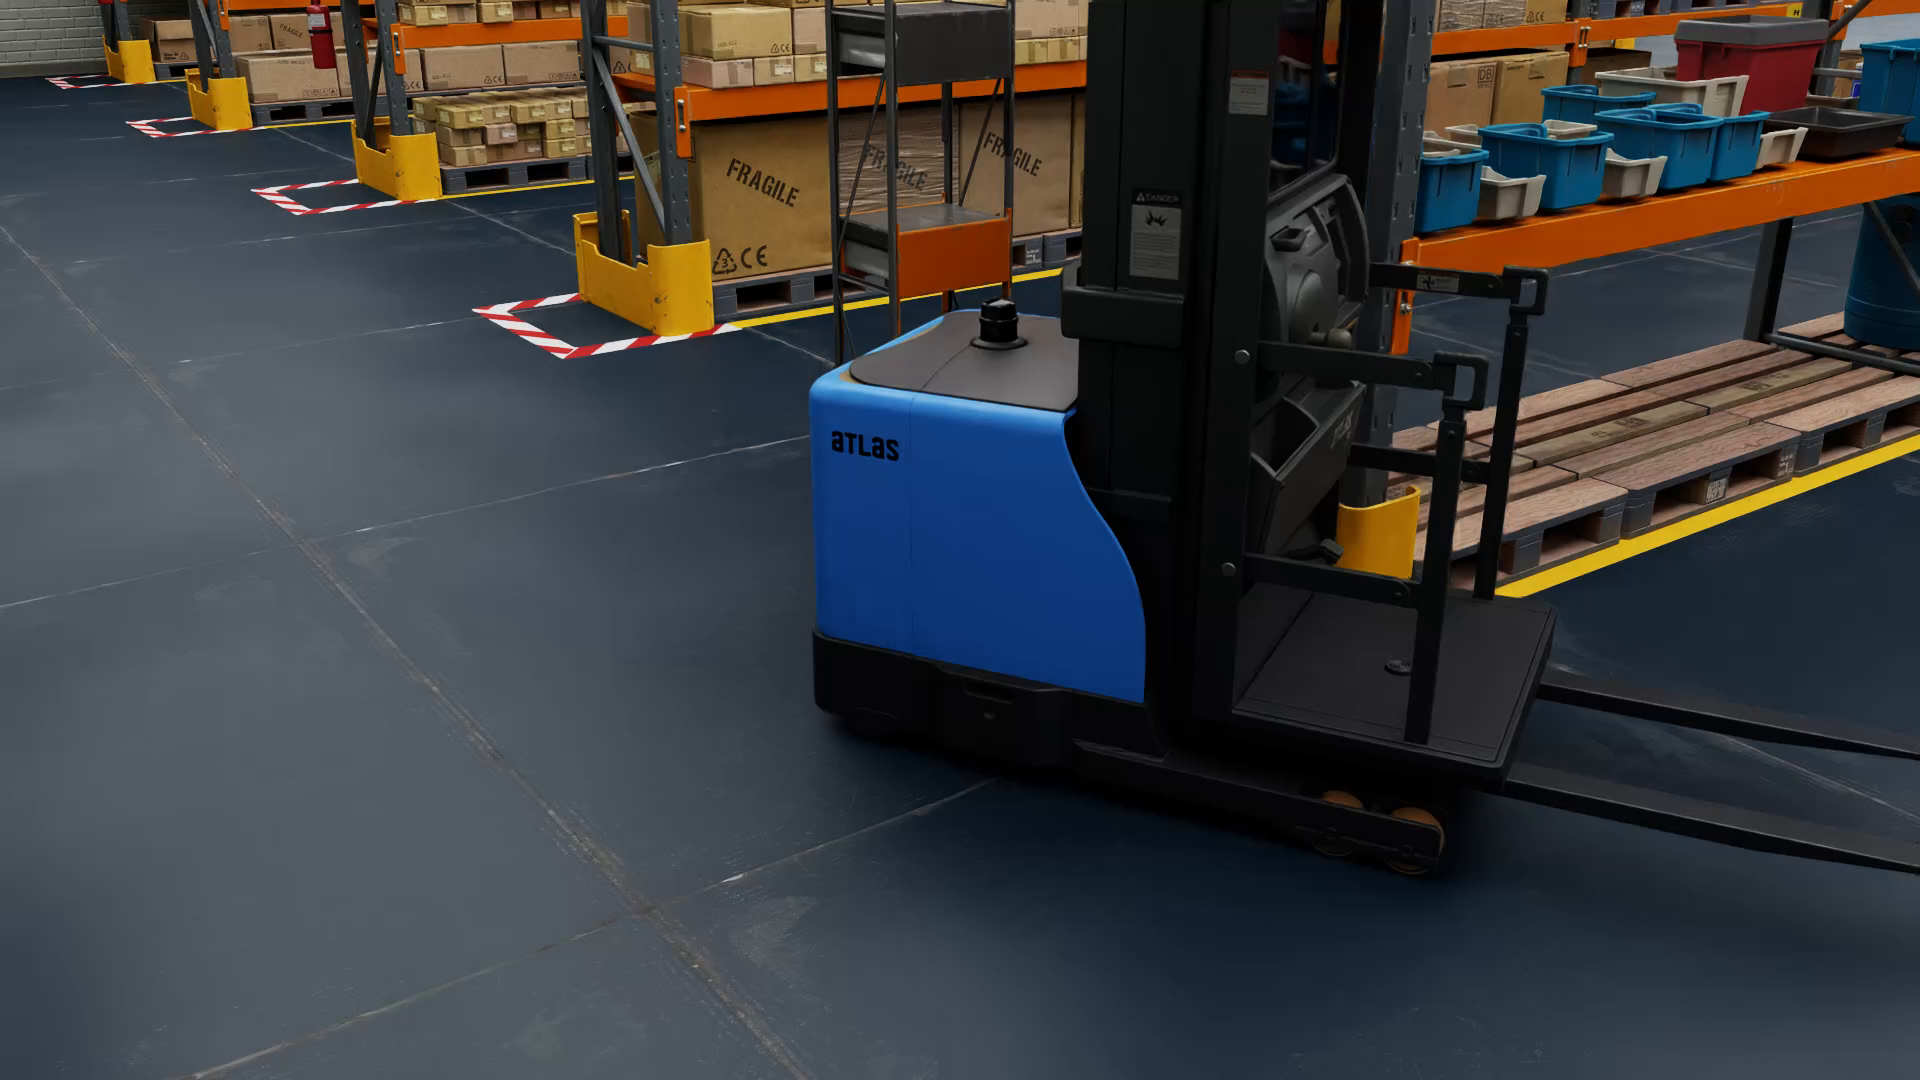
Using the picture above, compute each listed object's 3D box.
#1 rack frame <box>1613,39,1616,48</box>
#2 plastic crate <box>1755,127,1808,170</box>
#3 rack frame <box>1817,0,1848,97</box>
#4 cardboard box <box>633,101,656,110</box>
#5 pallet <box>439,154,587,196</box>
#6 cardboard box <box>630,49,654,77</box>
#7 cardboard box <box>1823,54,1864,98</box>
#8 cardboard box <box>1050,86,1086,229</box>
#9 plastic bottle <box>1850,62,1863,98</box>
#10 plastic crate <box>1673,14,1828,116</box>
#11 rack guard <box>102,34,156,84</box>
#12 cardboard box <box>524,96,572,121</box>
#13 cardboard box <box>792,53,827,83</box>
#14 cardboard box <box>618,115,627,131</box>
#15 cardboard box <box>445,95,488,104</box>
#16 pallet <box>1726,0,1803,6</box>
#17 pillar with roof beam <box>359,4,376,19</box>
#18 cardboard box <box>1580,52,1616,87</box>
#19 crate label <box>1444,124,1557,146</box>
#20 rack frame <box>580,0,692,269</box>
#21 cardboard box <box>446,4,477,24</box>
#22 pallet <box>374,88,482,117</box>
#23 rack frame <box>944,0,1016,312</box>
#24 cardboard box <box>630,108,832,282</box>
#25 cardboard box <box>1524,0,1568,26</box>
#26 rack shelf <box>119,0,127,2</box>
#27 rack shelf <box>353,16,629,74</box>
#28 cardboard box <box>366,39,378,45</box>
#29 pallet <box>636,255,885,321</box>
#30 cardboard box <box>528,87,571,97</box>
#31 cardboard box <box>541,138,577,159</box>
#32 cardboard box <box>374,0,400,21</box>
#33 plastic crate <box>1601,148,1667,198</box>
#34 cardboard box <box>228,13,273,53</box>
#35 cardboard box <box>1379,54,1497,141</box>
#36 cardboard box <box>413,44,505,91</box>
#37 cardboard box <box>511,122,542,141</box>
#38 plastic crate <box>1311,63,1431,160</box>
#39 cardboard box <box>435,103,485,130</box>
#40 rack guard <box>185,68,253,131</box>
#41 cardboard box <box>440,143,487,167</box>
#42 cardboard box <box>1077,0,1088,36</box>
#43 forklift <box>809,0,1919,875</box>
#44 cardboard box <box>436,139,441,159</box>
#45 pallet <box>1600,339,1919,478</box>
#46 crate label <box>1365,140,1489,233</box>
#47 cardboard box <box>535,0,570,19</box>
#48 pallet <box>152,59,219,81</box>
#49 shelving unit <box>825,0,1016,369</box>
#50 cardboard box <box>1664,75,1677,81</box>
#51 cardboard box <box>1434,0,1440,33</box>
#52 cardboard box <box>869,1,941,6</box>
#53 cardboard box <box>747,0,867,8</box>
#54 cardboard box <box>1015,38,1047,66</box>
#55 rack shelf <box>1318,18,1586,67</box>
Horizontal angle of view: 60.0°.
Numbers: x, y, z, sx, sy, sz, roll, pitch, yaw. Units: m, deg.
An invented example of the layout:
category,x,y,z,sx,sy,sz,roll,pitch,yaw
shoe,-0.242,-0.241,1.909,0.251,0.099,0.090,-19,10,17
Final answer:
category,x,y,z,sx,sy,sz,roll,pitch,yaw
rack frame,8.350,-7.705,21.659,0.127,3.000,1.000,-15,26,-33
plastic crate,3.079,-1.542,6.488,0.466,0.136,0.293,-15,26,-33
rack frame,7.918,-5.325,15.695,0.127,3.000,1.000,-15,26,-33
cardboard box,-2.809,-3.775,14.286,0.250,0.149,0.380,-15,26,-33
pallet,-3.896,-3.129,13.952,1.213,0.211,1.003,-15,26,-33
cardboard box,-1.726,-2.788,9.674,0.250,0.149,0.380,-14,26,-32
cardboard box,8.726,-4.560,16.583,0.500,0.500,0.500,-7,23,-16
cardboard box,0.841,-2.683,11.374,0.875,0.875,0.875,-15,26,-33
plastic bottle,4.448,-2.229,8.102,0.135,0.276,0.152,-15,26,-33
plastic crate,3.445,-2.044,7.303,0.583,0.464,0.402,-15,26,-33
rack guard,-10.451,-6.057,20.902,0.348,0.500,1.175,-15,26,-33
cardboard box,-3.428,-3.591,13.826,0.250,0.149,0.380,-16,27,-35
cardboard box,-0.927,-2.700,9.455,0.250,0.149,0.380,-16,27,-34
cardboard box,-3.033,-3.589,14.223,0.250,0.149,0.380,-13,25,-30
cardboard box,-4.119,-3.617,13.891,0.250,0.149,0.380,-14,26,-32
pallet,7.212,-5.115,15.425,1.213,0.211,1.003,-15,26,-33
pillar with roof beam,-5.843,-9.679,18.511,0.400,9.000,9.100,-15,26,-33
cardboard box,5.197,-4.005,14.154,0.500,0.250,0.500,-14,26,-31
crate label,2.081,-1.500,6.384,0.243,0.136,0.396,-15,26,-33
rack frame,-1.823,-2.728,9.186,0.127,3.000,1.000,-15,26,-33
cardboard box,-4.001,-4.164,13.124,0.250,0.149,0.380,-14,26,-31
pallet,-6.018,-4.873,18.325,1.213,0.211,1.003,-15,26,-33
rack frame,0.064,-0.992,6.050,0.015,2.100,0.400,-15,26,-33
cardboard box,-1.350,-2.099,9.909,0.875,0.875,0.875,-15,26,-33
cardboard box,4.415,-4.325,13.052,0.500,0.500,0.500,-14,26,-31
rack shelf,-8.889,-7.301,21.616,4.000,0.370,1.077,-15,26,-33
rack shelf,-3.014,-4.341,14.198,4.000,0.370,1.077,-15,26,-33
cardboard box,-7.836,-6.707,22.279,0.258,0.266,0.396,-14,26,-31
pallet,-1.220,-1.629,10.195,1.213,0.211,1.003,-15,26,-33
cardboard box,-3.550,-3.823,14.408,0.250,0.149,0.380,-14,26,-31
cardboard box,-3.392,-3.290,13.873,0.250,0.149,0.380,-15,26,-32
cardboard box,-4.538,-4.281,13.416,0.250,0.149,0.380,-15,26,-33
plastic crate,2.322,-1.289,5.854,0.298,0.136,0.250,-15,26,-33
cardboard box,-9.244,-6.513,21.477,0.500,0.500,0.700,-14,26,-31
cardboard box,3.370,-3.334,13.005,0.875,0.875,1.225,-15,26,-33
cardboard box,-5.662,-5.283,18.478,0.875,0.438,0.875,-16,27,-34
cardboard box,-3.660,-3.409,13.771,0.250,0.149,0.380,-15,26,-32
plastic crate,1.232,-1.411,5.756,0.499,0.435,0.616,-15,26,-33
cardboard box,-4.014,-3.401,13.348,0.250,0.149,0.380,-16,27,-35
rack guard,-7.630,-4.543,17.107,0.348,0.500,1.175,-15,26,-33
cardboard box,-4.026,-3.130,13.473,0.250,0.149,0.380,-14,26,-32
cardboard box,0.800,-3.375,10.608,0.500,0.250,0.500,-14,26,-31
forklift,1.118,-0.731,4.273,3.031,2.935,1.130,10,24,24
cardboard box,-4.332,-3.290,13.873,0.250,0.149,0.380,-14,26,-32
pallet,3.742,-0.638,7.710,1.213,0.211,1.003,-15,26,-33
crate label,1.462,-1.142,5.357,0.303,0.233,0.416,-15,26,-33
cardboard box,-3.386,-4.355,13.602,0.250,0.149,0.380,-15,26,-33
pallet,-9.804,-6.096,21.389,1.213,0.211,1.003,-15,26,-33
shelving unit,-0.134,-0.939,5.917,0.503,2.100,0.431,-15,26,-33
cardboard box,6.102,-3.903,14.909,0.500,0.500,0.700,-12,25,-28
cardboard box,3.174,-3.995,12.227,0.500,0.500,0.500,-14,26,-32
cardboard box,-0.448,-3.041,9.772,0.500,0.250,0.500,-16,27,-35
cardboard box,-0.870,-3.276,9.347,0.500,0.500,0.500,-16,27,-34
cardboard box,0.325,-3.034,10.292,0.250,0.149,0.380,-15,26,-34
rack shelf,3.047,-3.693,12.574,4.000,0.370,1.077,-15,26,-33
